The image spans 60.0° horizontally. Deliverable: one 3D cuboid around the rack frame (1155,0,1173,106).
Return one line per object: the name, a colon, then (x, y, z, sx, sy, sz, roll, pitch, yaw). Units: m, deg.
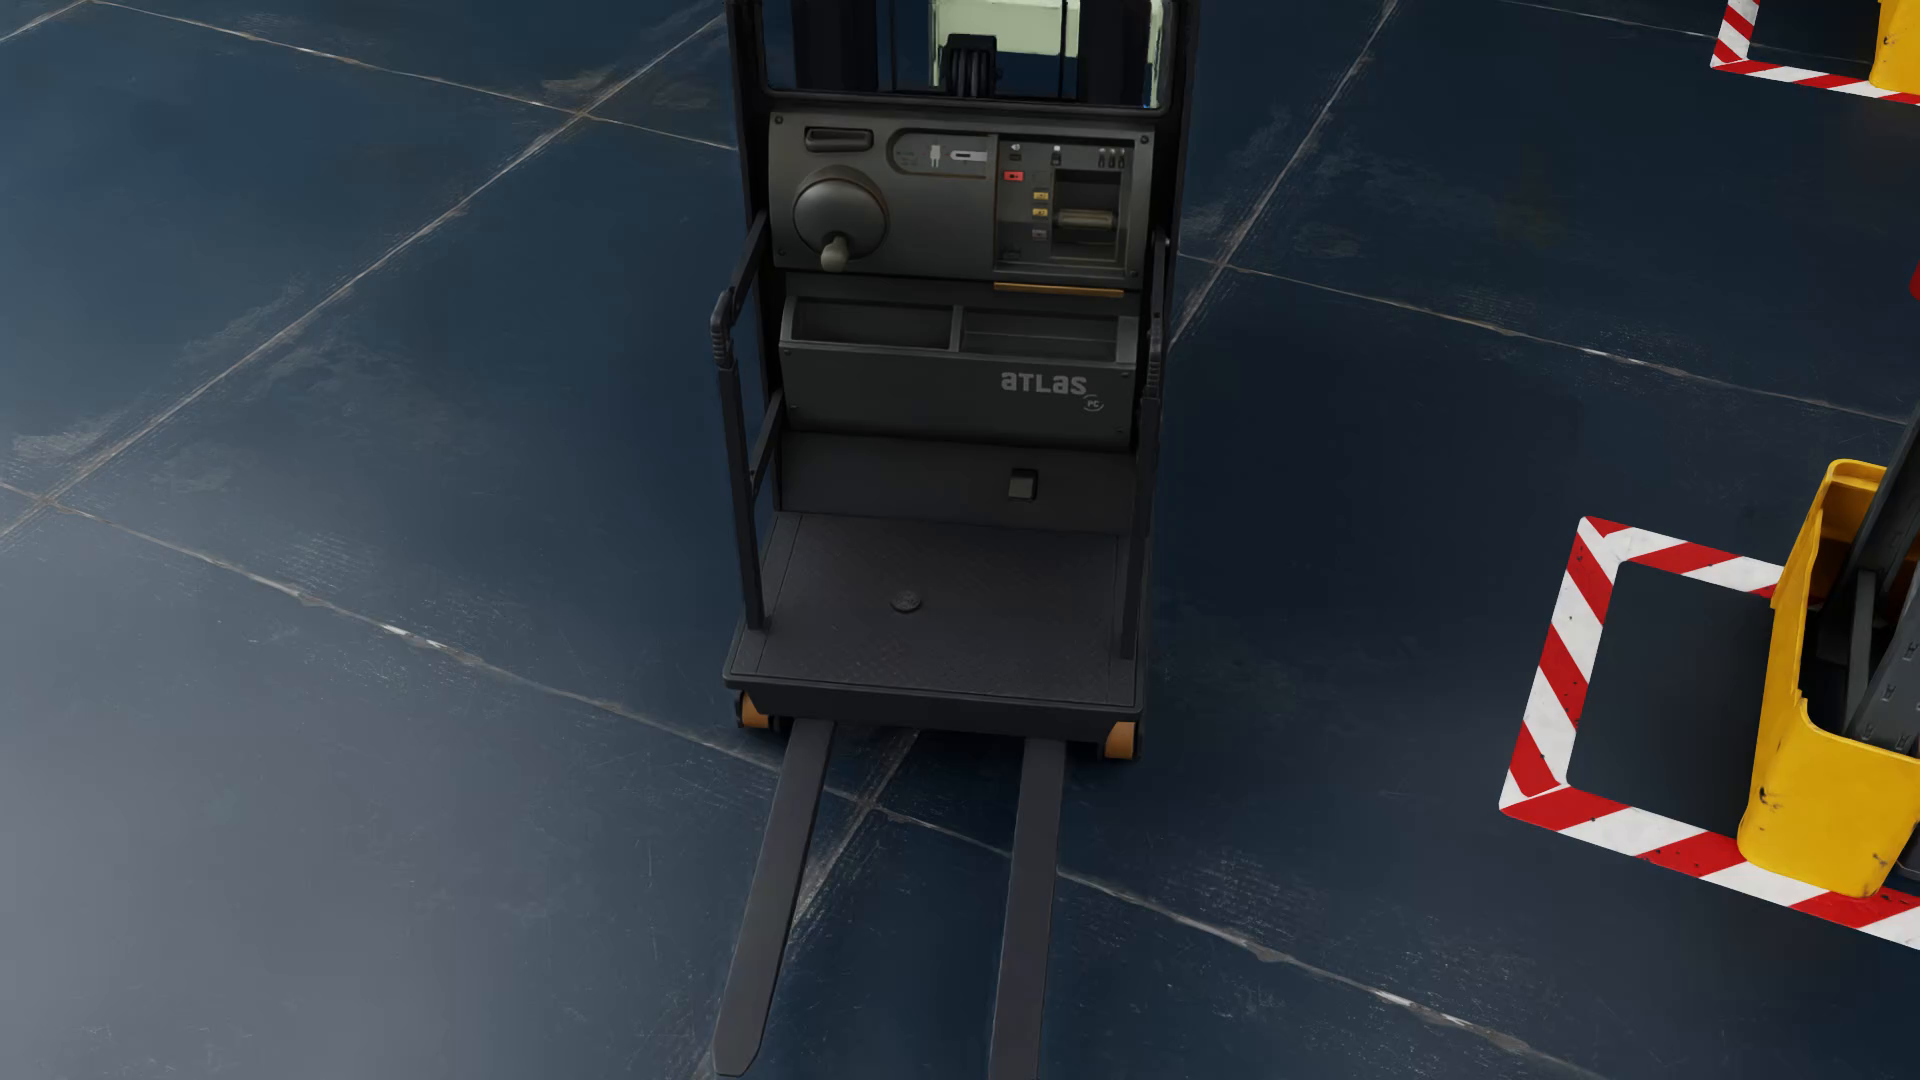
rack frame: (0.665, -1.325, 5.628, 0.023, 1.500, 0.400, 7, 40, 8)

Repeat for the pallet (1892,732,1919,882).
pallet: (3.138, 0.640, 4.350, 1.213, 0.211, 1.003, 17, 44, 19)

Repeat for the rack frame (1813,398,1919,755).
rack frame: (2.427, -0.601, 3.653, 0.127, 3.000, 1.000, 17, 44, 19)

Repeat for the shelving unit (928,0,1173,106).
shelving unit: (0.305, -1.368, 5.678, 0.755, 1.500, 0.431, 7, 40, 8)

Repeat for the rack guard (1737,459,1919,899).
rack guard: (2.405, 0.337, 4.479, 0.348, 0.500, 1.175, 17, 44, 19)

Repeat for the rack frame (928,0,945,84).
rack frame: (-0.055, -1.411, 5.727, 0.023, 1.500, 0.400, 7, 40, 8)

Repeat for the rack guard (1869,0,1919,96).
rack guard: (4.587, -2.576, 7.841, 0.348, 0.500, 1.175, 17, 44, 19)

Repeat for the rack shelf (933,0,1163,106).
rack shelf: (0.306, -1.667, 5.427, 0.720, 0.370, 0.431, 7, 40, 8)

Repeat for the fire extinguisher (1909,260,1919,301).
fire extinguisher: (2.516, -0.880, 4.034, 0.183, 0.674, 0.296, 17, 44, 19)

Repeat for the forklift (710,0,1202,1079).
forklift: (-0.025, -0.749, 3.877, 1.130, 2.935, 3.031, 4, 41, 5)
